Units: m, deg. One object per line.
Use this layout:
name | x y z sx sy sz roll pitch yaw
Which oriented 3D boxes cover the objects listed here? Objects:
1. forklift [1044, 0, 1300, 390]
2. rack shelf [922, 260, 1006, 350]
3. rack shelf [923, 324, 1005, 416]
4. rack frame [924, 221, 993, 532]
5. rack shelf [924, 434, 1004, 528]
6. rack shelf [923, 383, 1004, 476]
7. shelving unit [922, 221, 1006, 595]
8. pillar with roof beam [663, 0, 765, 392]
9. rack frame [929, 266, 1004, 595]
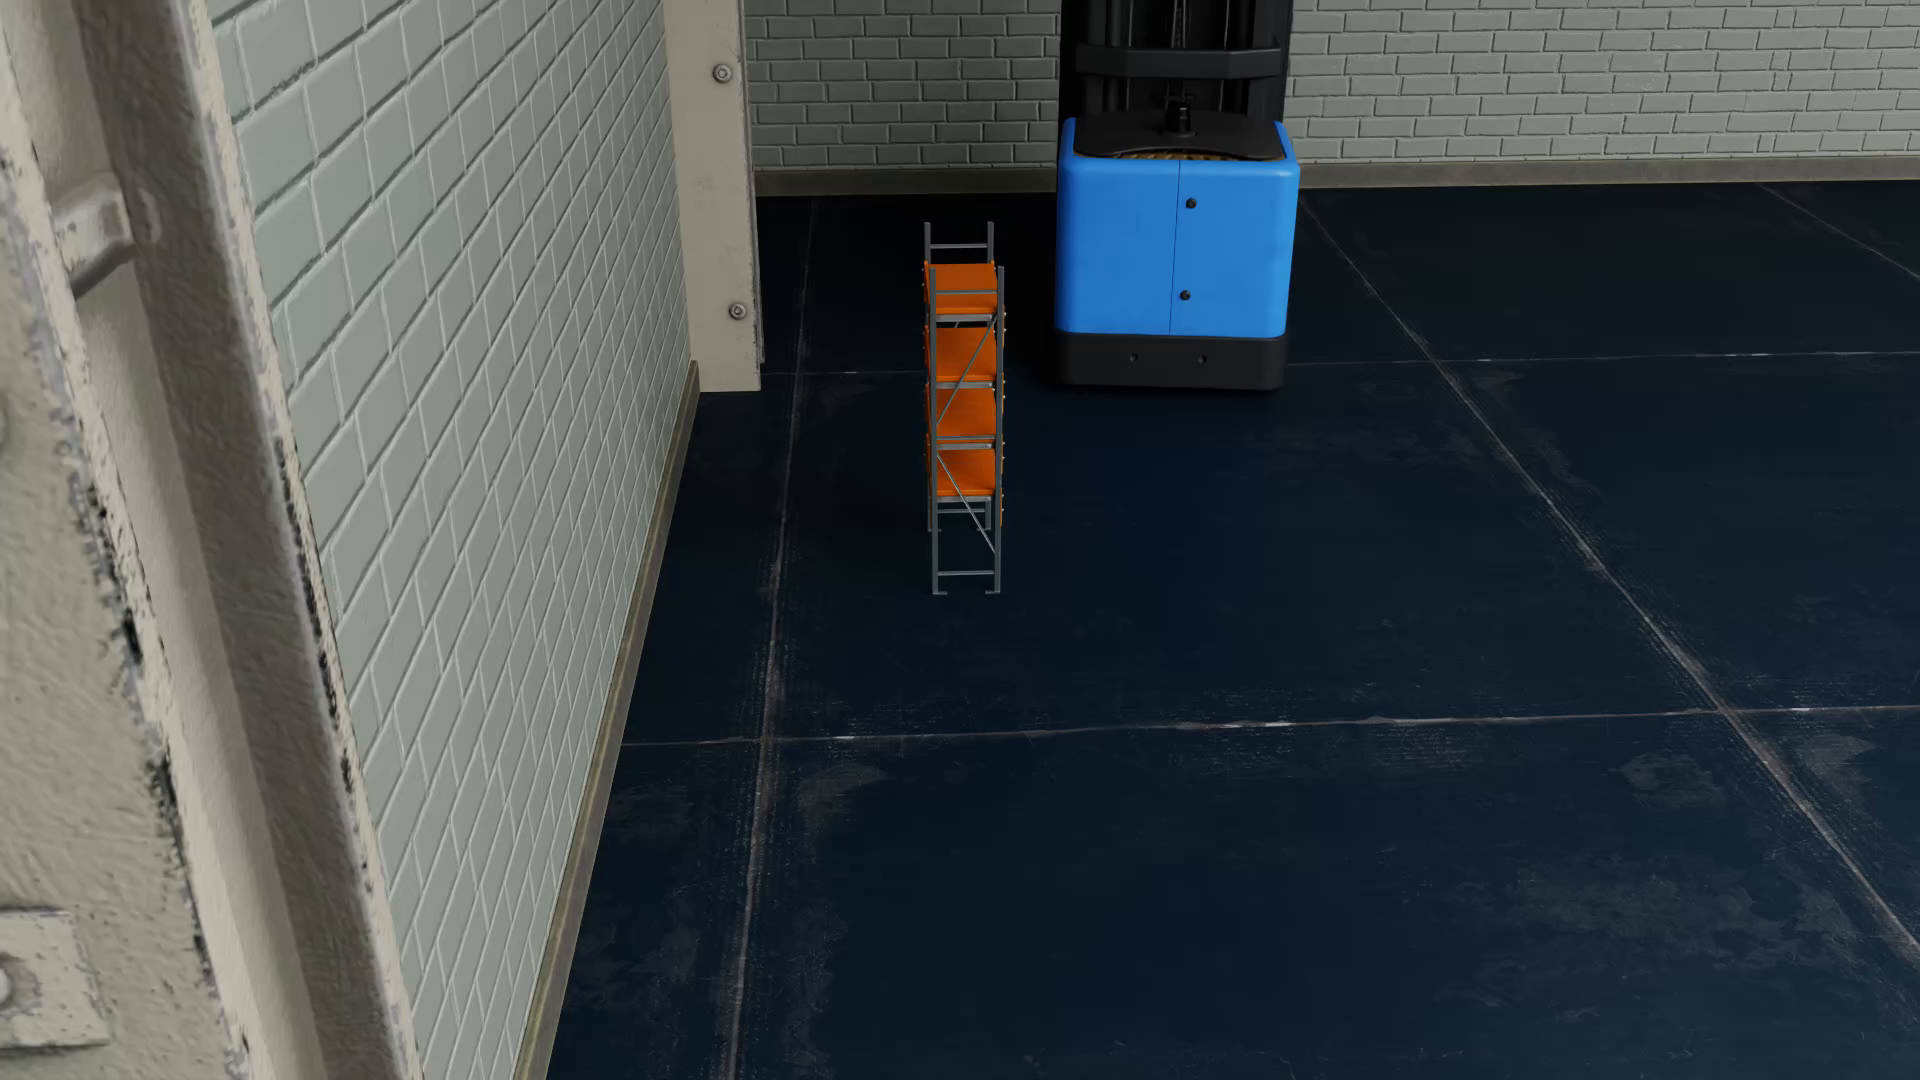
forklift | 1.041 -2.613 8.090 1.130 2.935 3.031 2 28 4
rack shelf | 0.009 -0.804 5.644 0.258 0.148 0.480 -1 28 -3
rack shelf | 0.009 -0.594 5.754 0.258 0.148 0.480 -1 28 -3
rack frame | -0.004 -0.568 6.042 0.240 1.200 0.015 -1 28 -3
rack shelf | 0.009 -0.220 5.949 0.258 0.148 0.480 -1 28 -3
rack shelf | 0.009 -0.396 5.857 0.258 0.148 0.480 -1 28 -3
shelving unit | 0.009 -0.456 5.826 0.258 1.200 0.503 -1 28 -3
pillar with roof beam | 3.227 -4.860 5.838 9.100 9.000 0.400 -1 28 -3
rack frame | 0.021 -0.343 5.610 0.240 1.200 0.015 -1 28 -3
